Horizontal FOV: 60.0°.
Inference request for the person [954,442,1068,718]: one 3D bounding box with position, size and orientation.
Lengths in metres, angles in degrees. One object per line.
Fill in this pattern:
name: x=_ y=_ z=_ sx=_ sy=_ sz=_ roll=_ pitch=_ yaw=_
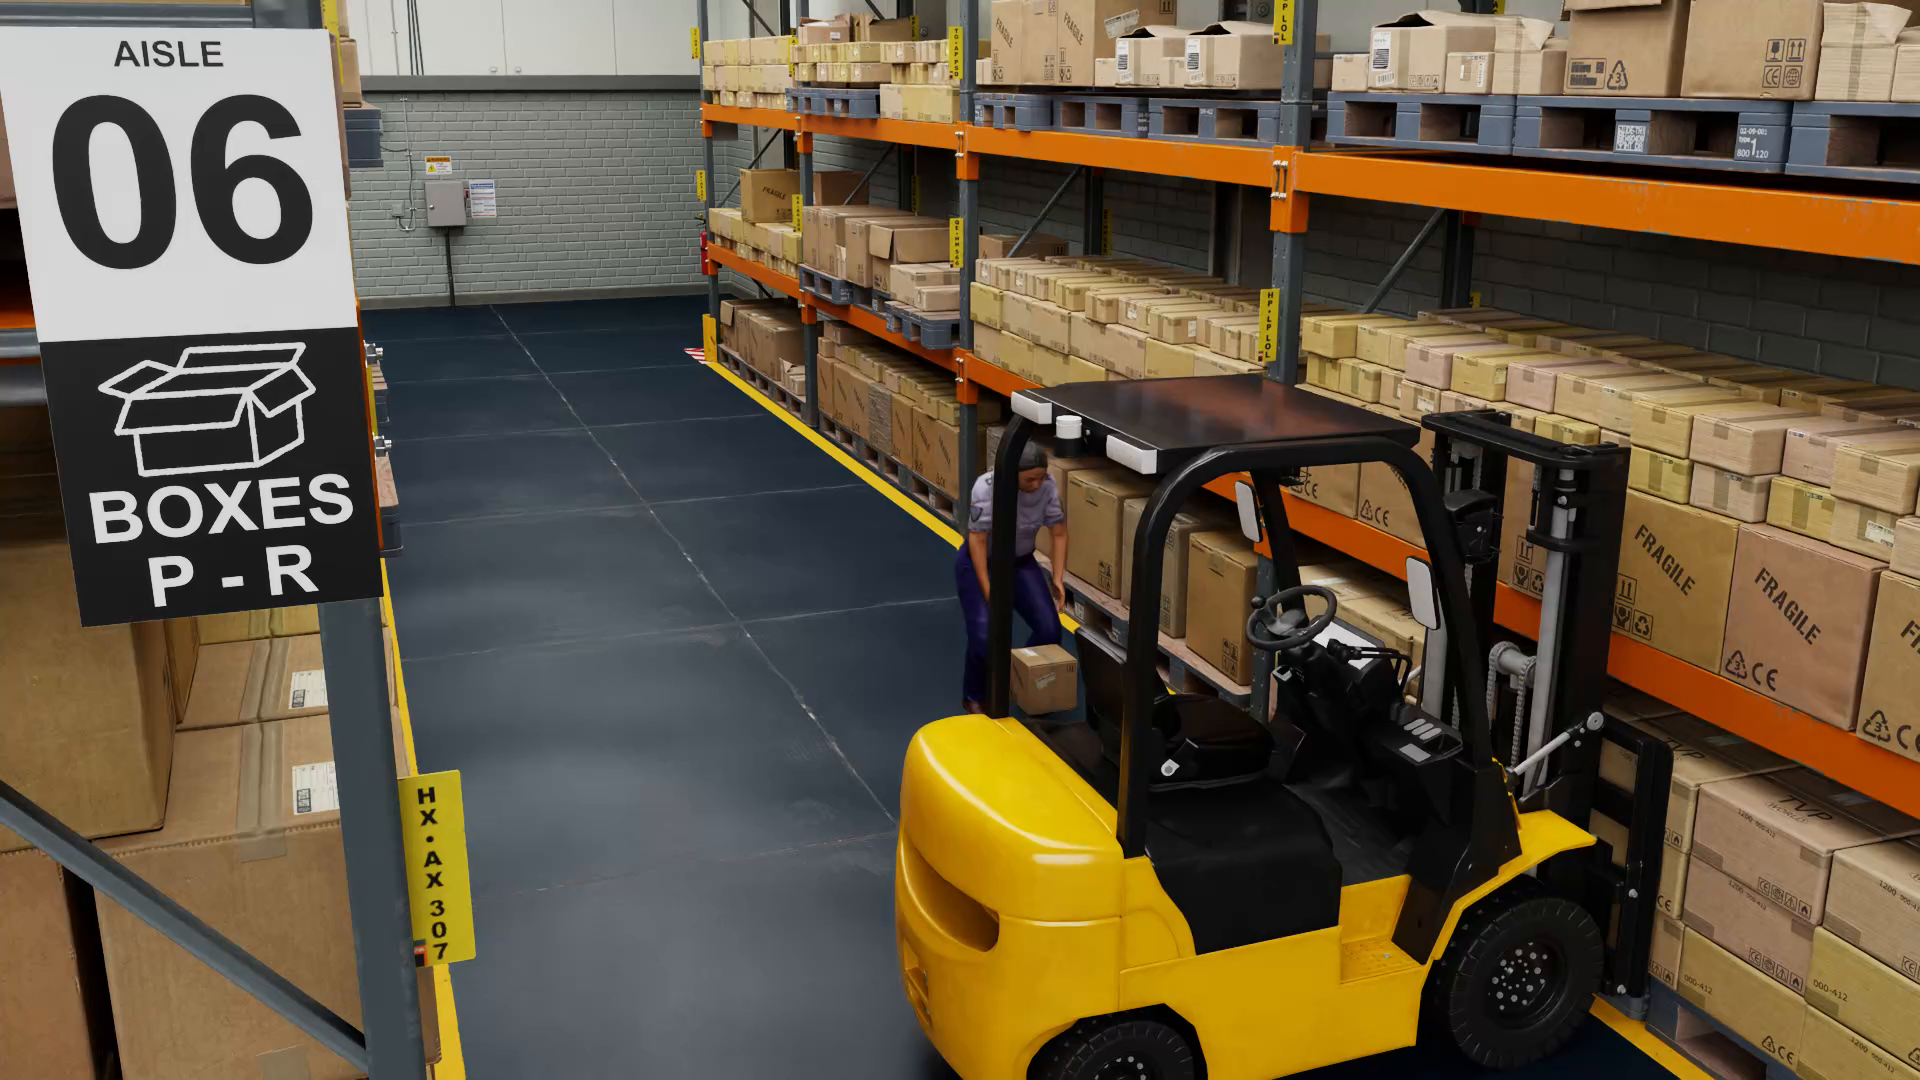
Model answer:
person: x=0.263 y=0.180 z=8.311 sx=0.530 sy=1.446 sz=0.594 roll=-6 pitch=17 yaw=-20
